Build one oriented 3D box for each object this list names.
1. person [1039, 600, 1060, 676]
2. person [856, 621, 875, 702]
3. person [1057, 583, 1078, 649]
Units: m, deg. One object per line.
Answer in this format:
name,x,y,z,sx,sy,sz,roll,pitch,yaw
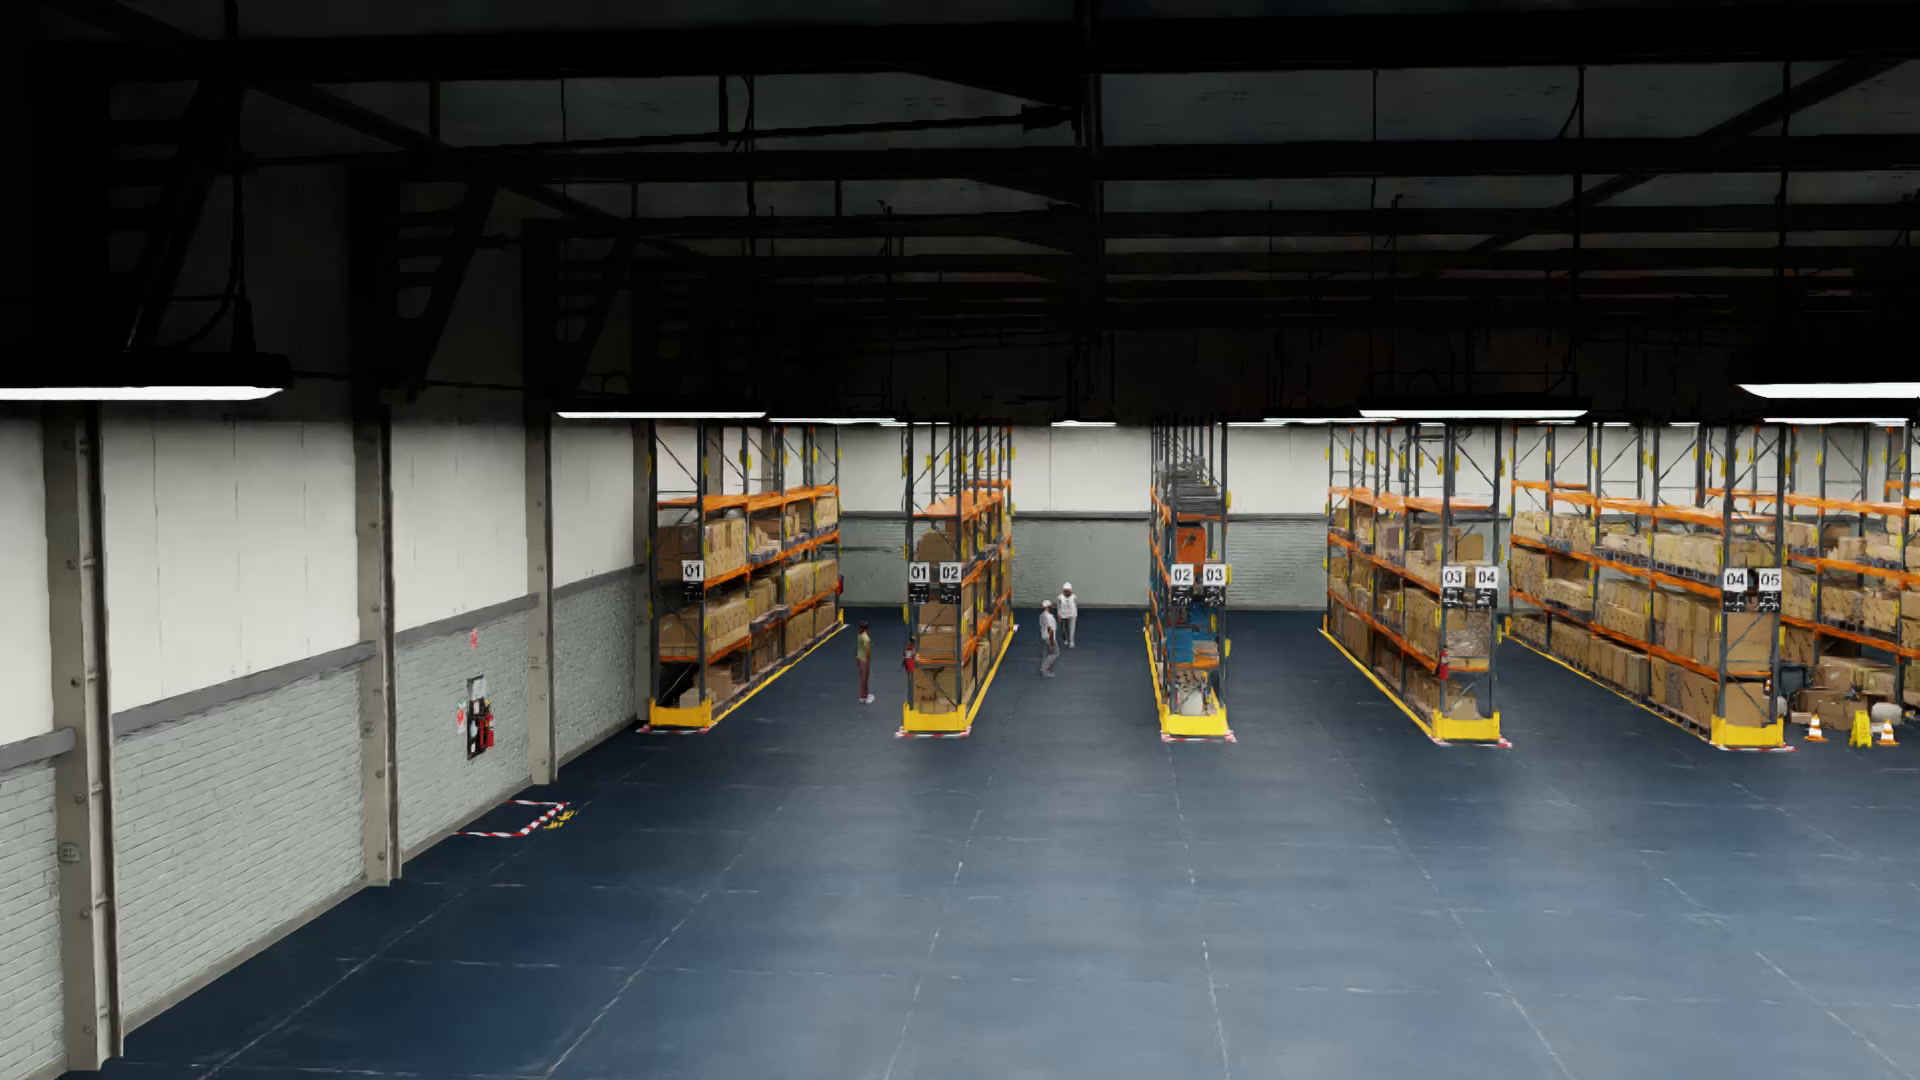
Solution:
person,2.020,2.269,38.272,0.457,1.753,0.606,-1,4,-20
person,-1.963,2.529,34.825,0.432,1.677,0.499,-2,4,-26
person,2.783,1.955,43.228,0.543,1.700,1.115,0,4,7
